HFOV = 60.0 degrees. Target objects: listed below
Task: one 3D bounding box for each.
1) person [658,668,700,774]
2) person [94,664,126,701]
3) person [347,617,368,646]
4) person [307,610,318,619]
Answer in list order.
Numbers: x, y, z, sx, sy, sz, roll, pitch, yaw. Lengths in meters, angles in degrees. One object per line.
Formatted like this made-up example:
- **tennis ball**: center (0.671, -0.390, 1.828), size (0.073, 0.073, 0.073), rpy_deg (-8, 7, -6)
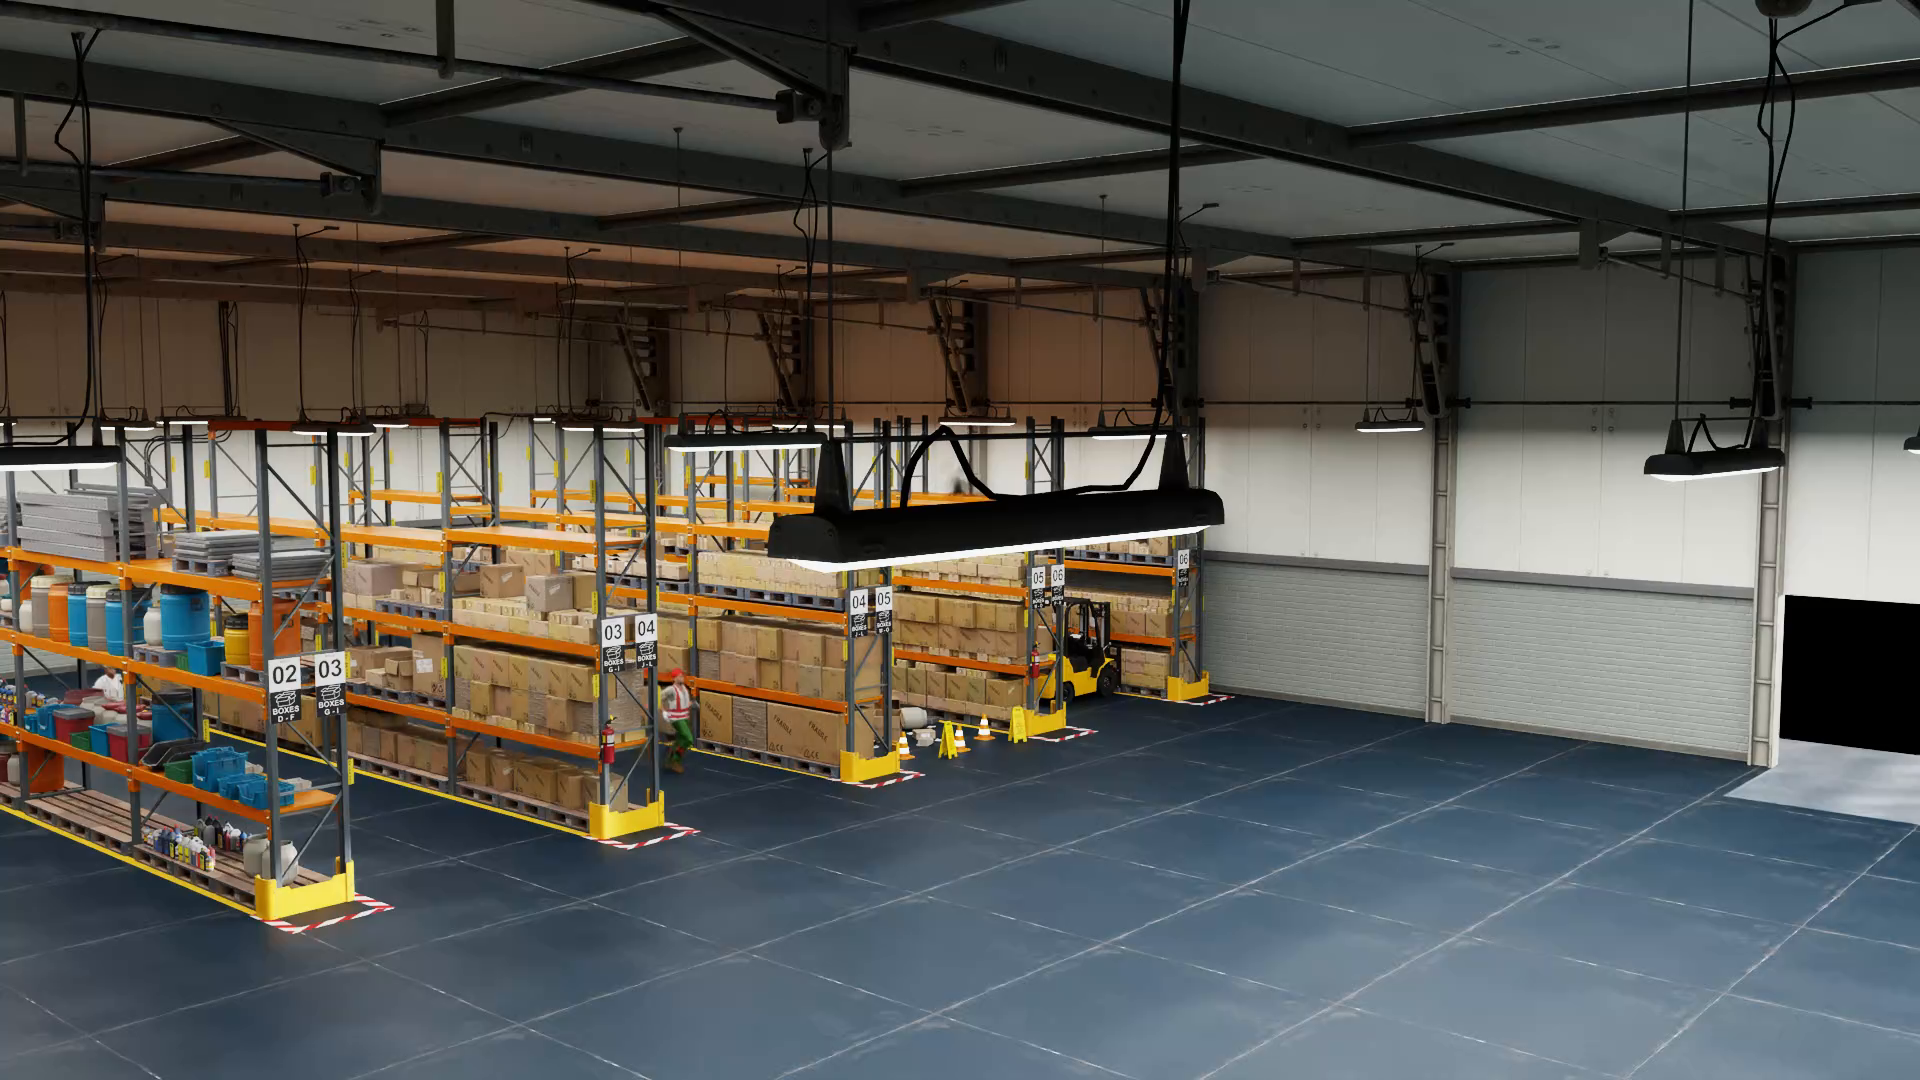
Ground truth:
- **person**: center (-4.768, 3.080, 28.369), size (0.702, 1.785, 0.641), rpy_deg (2, 5, 21)
- **person**: center (-15.010, 3.009, 29.519), size (0.691, 1.784, 0.639), rpy_deg (4, 6, 38)
- **person**: center (-14.319, 2.142, 39.674), size (0.627, 1.825, 0.869), rpy_deg (2, 5, 22)
- **person**: center (-15.018, 2.345, 38.471), size (0.744, 1.627, 0.685), rpy_deg (1, 5, 16)
